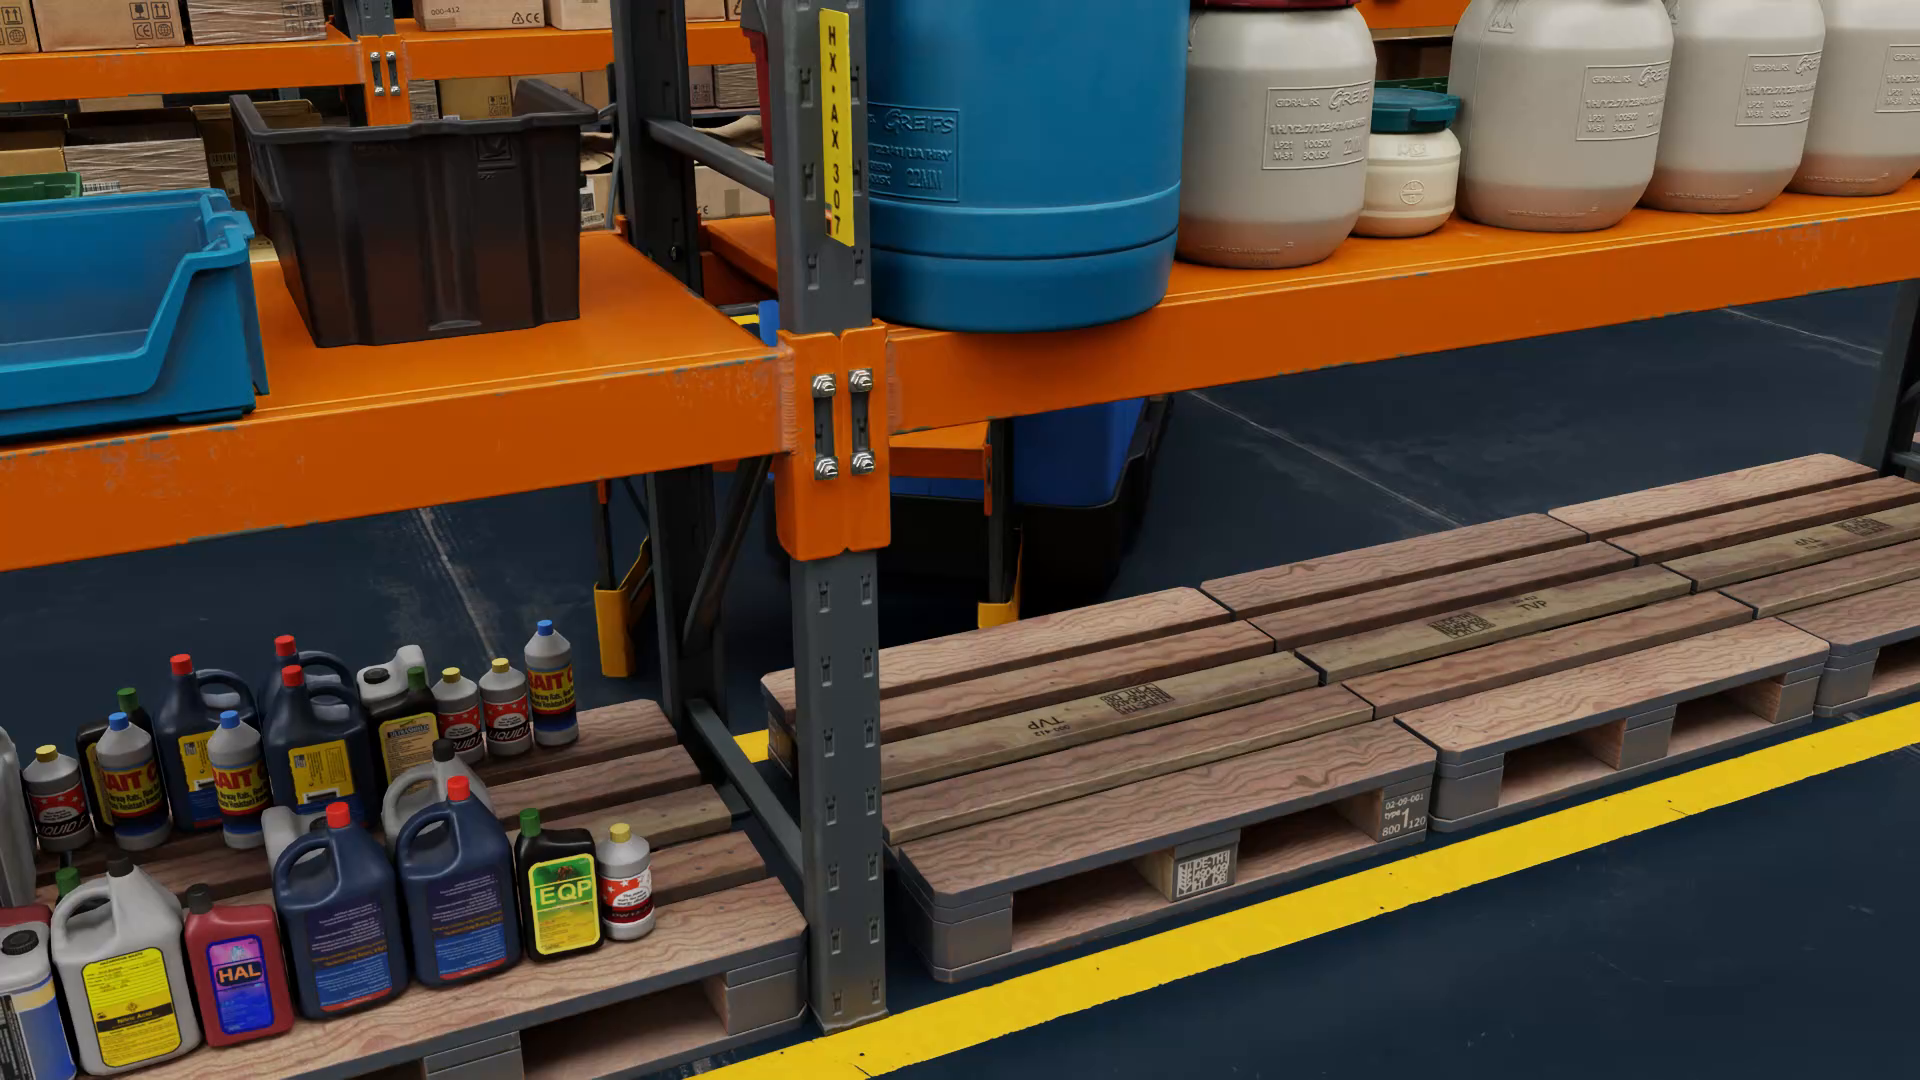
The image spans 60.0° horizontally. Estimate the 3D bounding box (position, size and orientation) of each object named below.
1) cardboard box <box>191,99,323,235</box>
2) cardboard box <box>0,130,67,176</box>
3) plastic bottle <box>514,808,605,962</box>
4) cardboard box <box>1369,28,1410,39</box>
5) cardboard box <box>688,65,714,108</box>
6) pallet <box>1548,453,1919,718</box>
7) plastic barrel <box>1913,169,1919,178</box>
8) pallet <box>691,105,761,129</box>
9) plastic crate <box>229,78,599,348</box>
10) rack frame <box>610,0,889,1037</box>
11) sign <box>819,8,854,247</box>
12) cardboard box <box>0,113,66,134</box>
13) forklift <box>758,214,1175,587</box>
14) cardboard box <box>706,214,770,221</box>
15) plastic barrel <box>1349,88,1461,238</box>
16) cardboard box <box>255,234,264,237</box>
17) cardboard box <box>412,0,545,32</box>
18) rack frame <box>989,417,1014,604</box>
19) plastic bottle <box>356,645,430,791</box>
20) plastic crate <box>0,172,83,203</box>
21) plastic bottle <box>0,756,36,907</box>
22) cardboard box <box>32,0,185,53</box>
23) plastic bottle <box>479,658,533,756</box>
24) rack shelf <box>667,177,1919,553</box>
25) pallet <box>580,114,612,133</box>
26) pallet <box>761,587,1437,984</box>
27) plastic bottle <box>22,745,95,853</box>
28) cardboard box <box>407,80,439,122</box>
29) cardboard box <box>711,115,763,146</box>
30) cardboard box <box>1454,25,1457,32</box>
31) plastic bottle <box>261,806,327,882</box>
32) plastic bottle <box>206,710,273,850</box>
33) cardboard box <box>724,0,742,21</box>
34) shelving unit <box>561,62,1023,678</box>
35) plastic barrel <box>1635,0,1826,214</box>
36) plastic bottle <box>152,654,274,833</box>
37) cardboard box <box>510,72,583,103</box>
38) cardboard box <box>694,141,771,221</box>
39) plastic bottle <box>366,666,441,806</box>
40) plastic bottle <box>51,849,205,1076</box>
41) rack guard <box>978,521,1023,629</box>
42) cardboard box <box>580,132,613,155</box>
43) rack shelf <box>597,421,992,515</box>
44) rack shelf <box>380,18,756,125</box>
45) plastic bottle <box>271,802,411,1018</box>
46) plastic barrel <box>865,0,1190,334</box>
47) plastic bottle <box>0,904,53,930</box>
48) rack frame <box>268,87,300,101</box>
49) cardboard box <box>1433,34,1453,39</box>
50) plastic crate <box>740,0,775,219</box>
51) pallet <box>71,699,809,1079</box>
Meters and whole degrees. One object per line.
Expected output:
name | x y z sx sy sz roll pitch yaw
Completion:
cardboard box | -3.105 -1.666 7.419 0.500 0.500 0.500 -10 25 -24
cardboard box | -3.779 -1.320 6.582 0.500 0.500 0.500 -10 25 -24
plastic bottle | -0.697 0.588 2.884 0.133 0.283 0.061 -9 24 -21
cardboard box | 3.678 -4.609 15.181 0.500 0.500 0.700 -11 25 -24
cardboard box | -2.240 -3.601 12.720 0.500 0.500 0.700 -10 25 -24
pallet | 2.483 0.083 4.774 1.213 0.211 1.003 -10 25 -24
plastic barrel | 2.364 -1.128 3.908 0.421 0.512 0.421 0 22 0
pallet | -1.804 -3.318 12.989 1.213 0.211 1.003 -10 25 -24
plastic crate | -0.933 -0.586 2.824 0.504 0.338 0.767 -10 25 -24
rack frame | -0.406 -0.657 2.916 0.127 3.000 1.000 -10 25 -24
sign | -0.178 -0.594 2.401 0.005 0.325 0.100 -10 25 -24
cardboard box | -4.006 -1.500 7.018 0.500 0.500 0.500 -10 25 -24
forklift | 0.212 -1.754 5.656 1.130 2.935 3.031 4 23 11
cardboard box | -1.154 -1.441 7.856 0.500 0.250 0.500 -11 25 -25
plastic barrel | 0.853 -0.760 3.345 0.301 0.262 0.301 0 22 0
cardboard box | -3.101 -1.316 7.554 0.500 0.250 0.500 -10 25 -24
cardboard box | -2.127 -2.392 7.304 0.500 0.250 0.500 -9 24 -20
rack frame | 0.110 -0.412 4.261 0.032 1.500 0.500 2 23 5
plastic bottle | -1.163 0.363 3.438 0.135 0.276 0.152 -9 24 -22
plastic crate | -1.752 -0.432 2.648 0.662 0.188 0.450 -10 25 -24
plastic bottle | -1.780 0.537 3.016 0.135 0.276 0.152 -10 25 -24
cardboard box | -3.421 -2.246 6.623 0.500 0.500 0.700 -11 25 -24
plastic bottle | -0.975 0.351 3.564 0.097 0.201 0.097 0 22 0
rack shelf | 1.396 -0.657 3.855 4.000 0.370 1.077 -10 25 -24
pallet | -2.901 -3.117 12.503 1.213 0.211 1.003 -10 25 -24
pallet | 0.284 0.487 3.796 1.213 0.211 1.003 -10 25 -24
plastic bottle | -1.749 0.493 3.220 0.097 0.201 0.097 0 22 0
cardboard box | -4.047 -3.248 11.867 0.500 0.500 0.700 -10 24 -22
cardboard box | -0.940 -1.966 8.391 0.500 0.311 0.500 -11 25 -24
cardboard box | 4.618 -4.784 15.604 0.500 0.500 0.700 -11 25 -25
plastic bottle | -1.122 0.589 2.891 0.135 0.276 0.152 -10 25 -24
plastic bottle | -1.392 0.457 3.217 0.097 0.271 0.097 0 22 0
cardboard box | -0.926 -2.703 7.728 0.500 0.500 0.500 -10 25 -24
shelving unit | -0.387 -0.427 4.304 1.083 1.500 0.587 2 23 5
plastic barrel | 1.602 -0.997 3.558 0.433 0.535 0.433 0 22 0
plastic bottle | -1.484 0.386 3.285 0.185 0.351 0.144 -12 25 -26
cardboard box | -3.126 -3.421 12.287 0.500 0.500 0.700 -10 25 -23
cardboard box | -1.152 -1.698 7.743 0.500 0.311 0.500 -11 25 -25
plastic bottle | -1.116 0.396 3.348 0.133 0.283 0.061 -10 25 -24
plastic bottle | -1.326 0.655 2.634 0.185 0.351 0.144 -11 25 -24
rack guard | 0.112 0.162 4.508 0.087 0.250 0.587 2 23 5
cardboard box | -1.845 -1.802 7.995 0.500 0.311 0.500 -10 24 -22
rack shelf | -0.395 -0.262 4.376 1.000 0.185 0.538 2 23 5
rack shelf | -0.749 -2.364 7.981 4.000 0.370 1.077 -10 25 -24
plastic bottle | -1.035 0.601 2.764 0.185 0.351 0.144 -12 25 -26
plastic barrel | 0.073 -0.849 2.723 0.708 0.901 0.600 -10 25 -24
plastic bottle | -1.521 0.675 2.674 0.133 0.283 0.061 -10 25 -24
rack frame | -4.703 -4.072 11.164 0.127 3.000 1.000 -10 25 -24
cardboard box | 3.215 -2.925 10.106 0.500 0.250 0.500 -10 25 -24
plastic crate | -0.103 -0.873 3.353 0.583 0.464 0.402 -10 25 -24
pallet | -1.030 0.728 3.215 1.213 0.211 1.003 -10 25 -24
